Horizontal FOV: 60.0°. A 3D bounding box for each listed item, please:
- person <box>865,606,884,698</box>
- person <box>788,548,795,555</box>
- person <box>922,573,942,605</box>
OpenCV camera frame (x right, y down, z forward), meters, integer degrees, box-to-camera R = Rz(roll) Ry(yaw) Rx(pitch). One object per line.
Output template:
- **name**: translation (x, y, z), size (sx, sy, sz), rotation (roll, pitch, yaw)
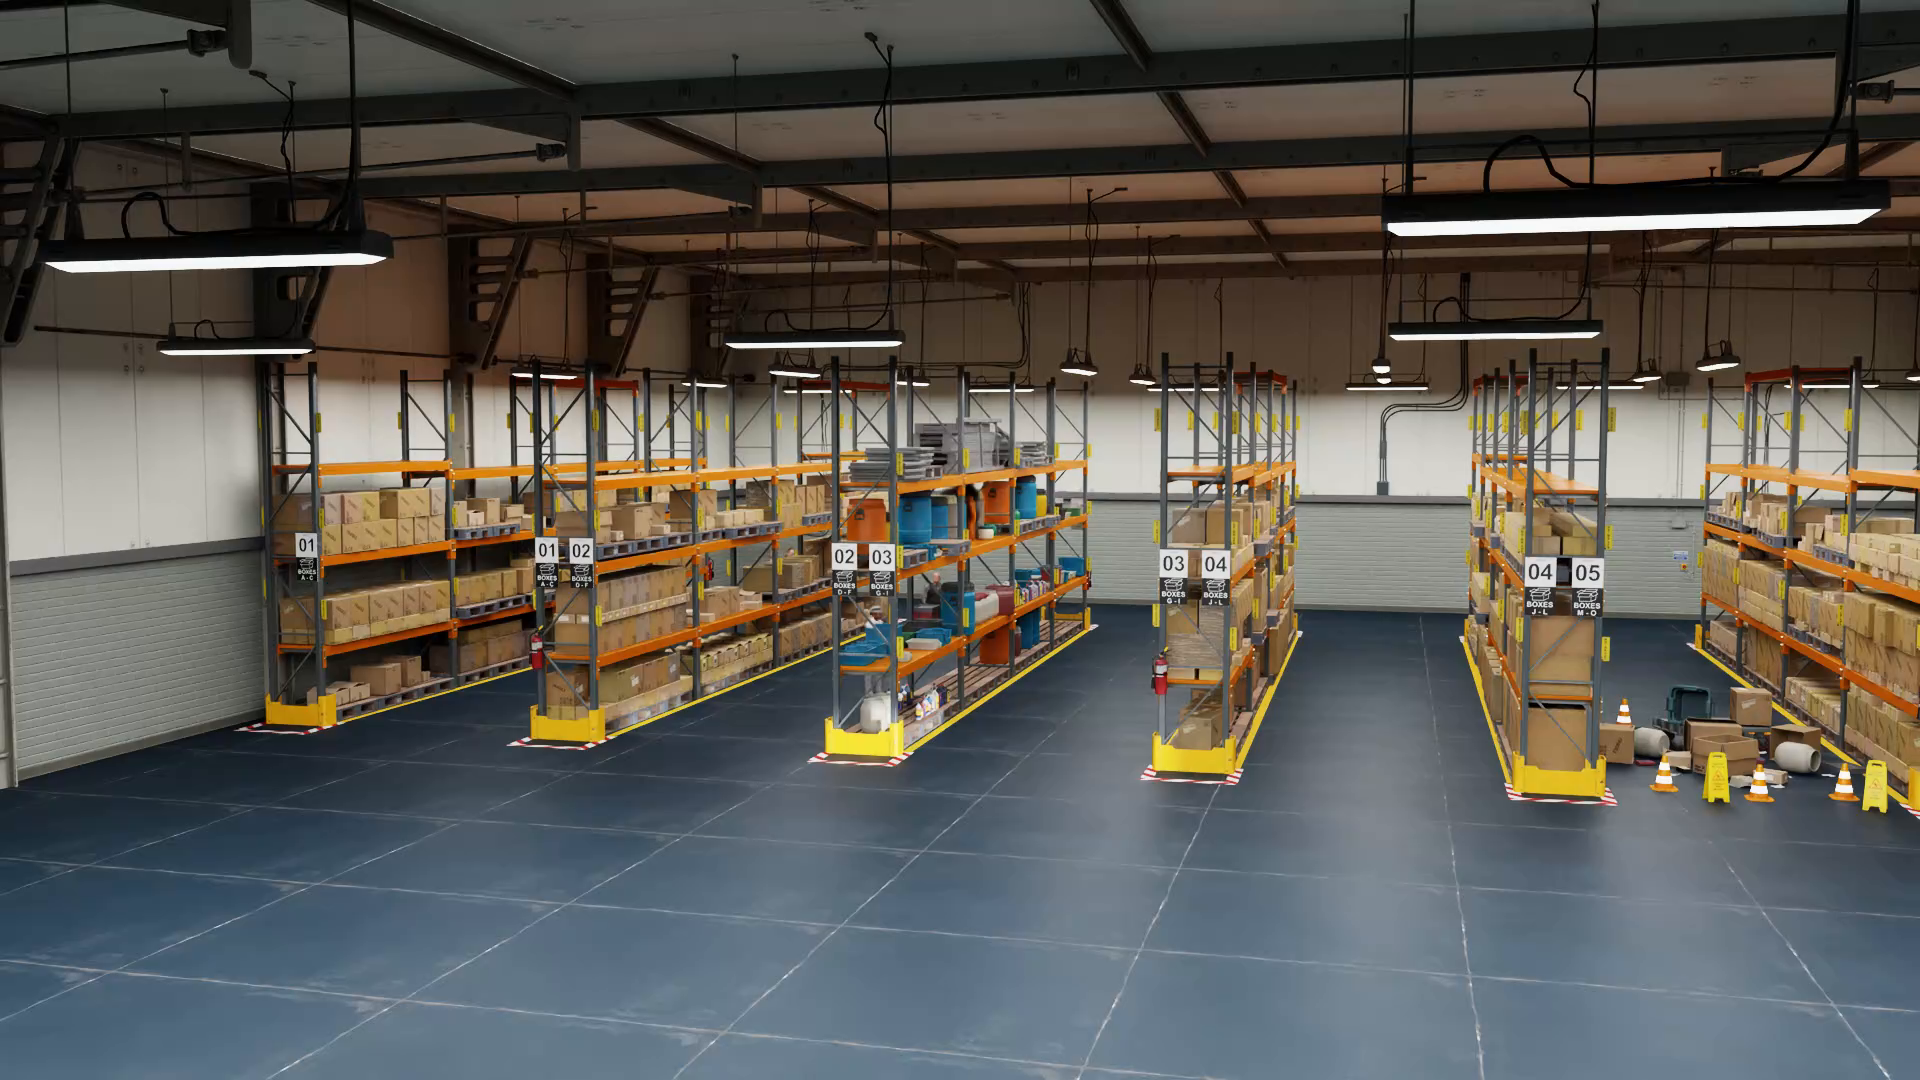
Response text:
- **person**: translation (-1.515, 2.019, 29.969), size (0.385, 1.685, 0.461), rotation (4, 5, 41)
- **person**: translation (-4.426, 1.034, 44.325), size (0.461, 1.655, 0.465), rotation (2, 4, 23)
- **person**: translation (-0.573, 1.568, 36.865), size (0.532, 1.676, 1.026), rotation (2, 4, 25)
